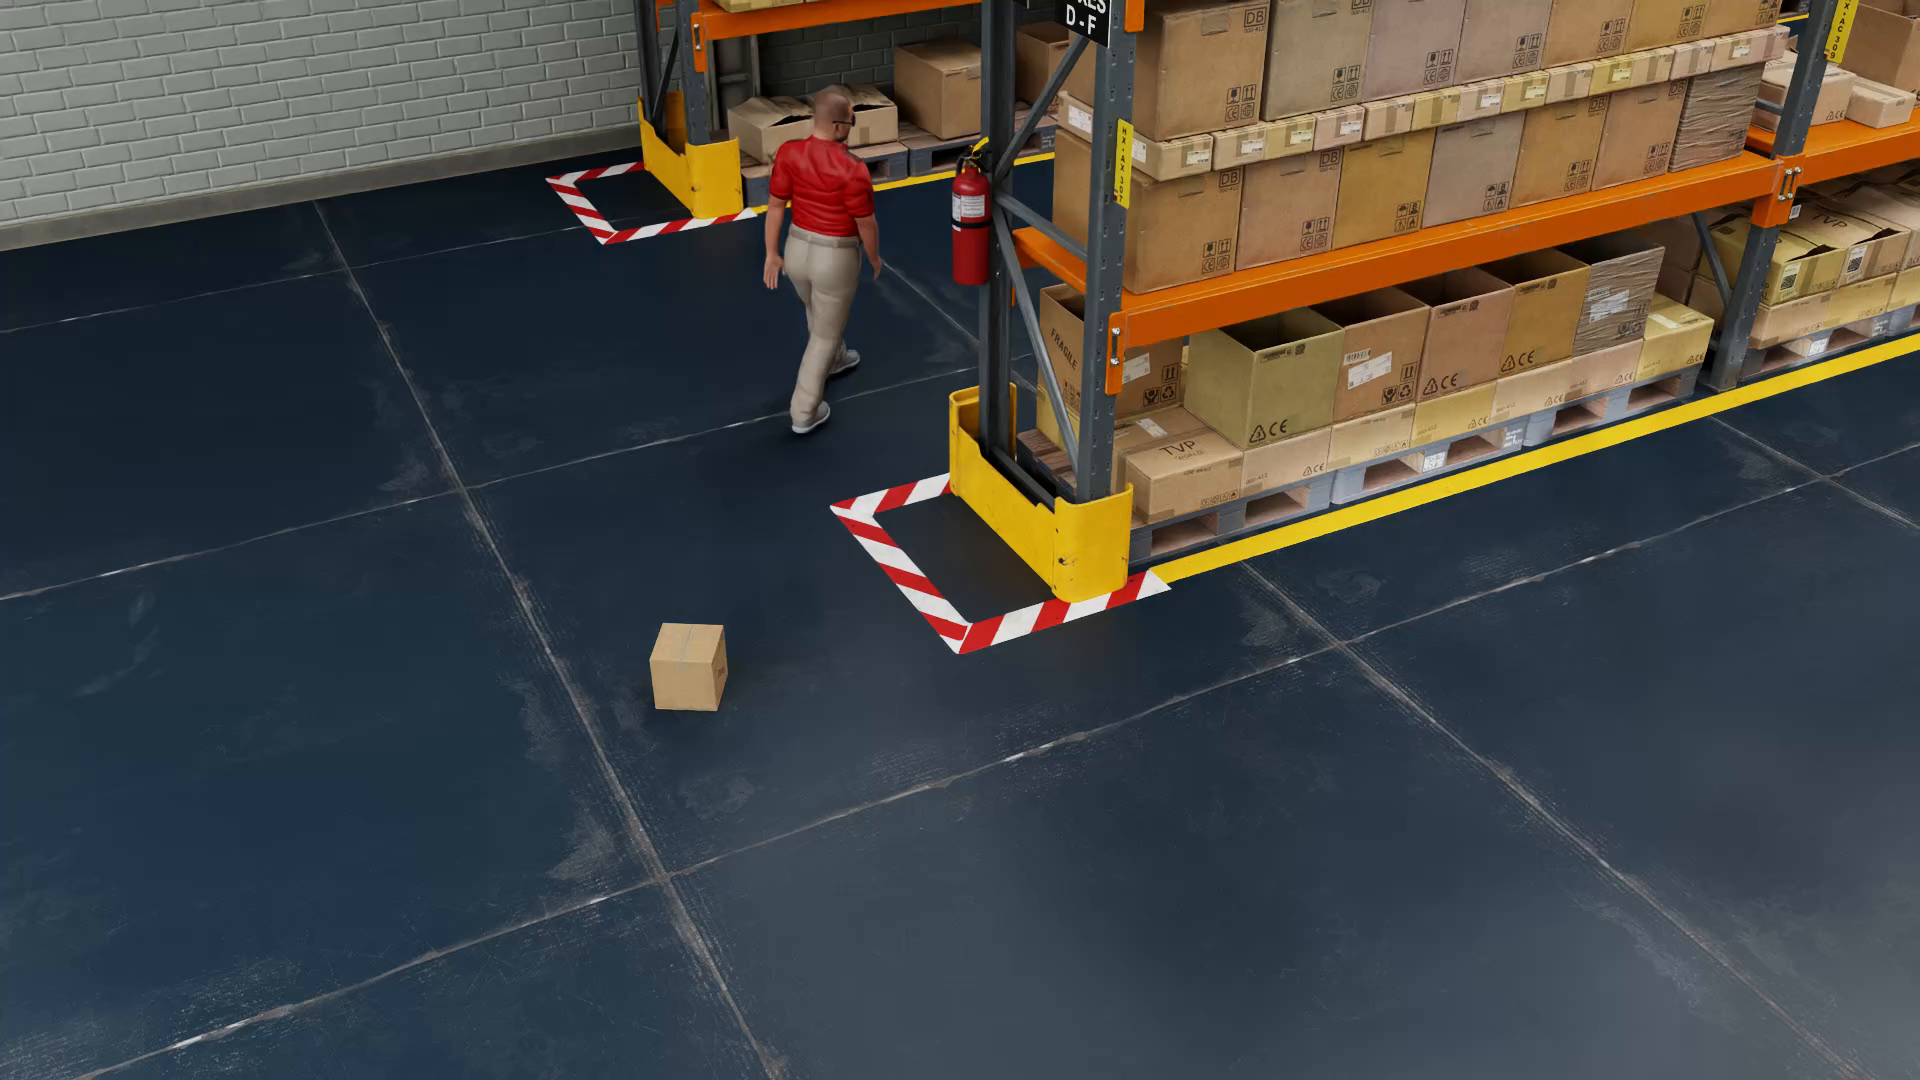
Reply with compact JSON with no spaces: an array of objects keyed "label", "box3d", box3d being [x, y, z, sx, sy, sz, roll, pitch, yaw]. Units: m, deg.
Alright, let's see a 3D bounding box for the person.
[{"label":"person","box3d":[-0.622,-1.451,8.394,0.589,1.689,0.901,19,37,27]}]
